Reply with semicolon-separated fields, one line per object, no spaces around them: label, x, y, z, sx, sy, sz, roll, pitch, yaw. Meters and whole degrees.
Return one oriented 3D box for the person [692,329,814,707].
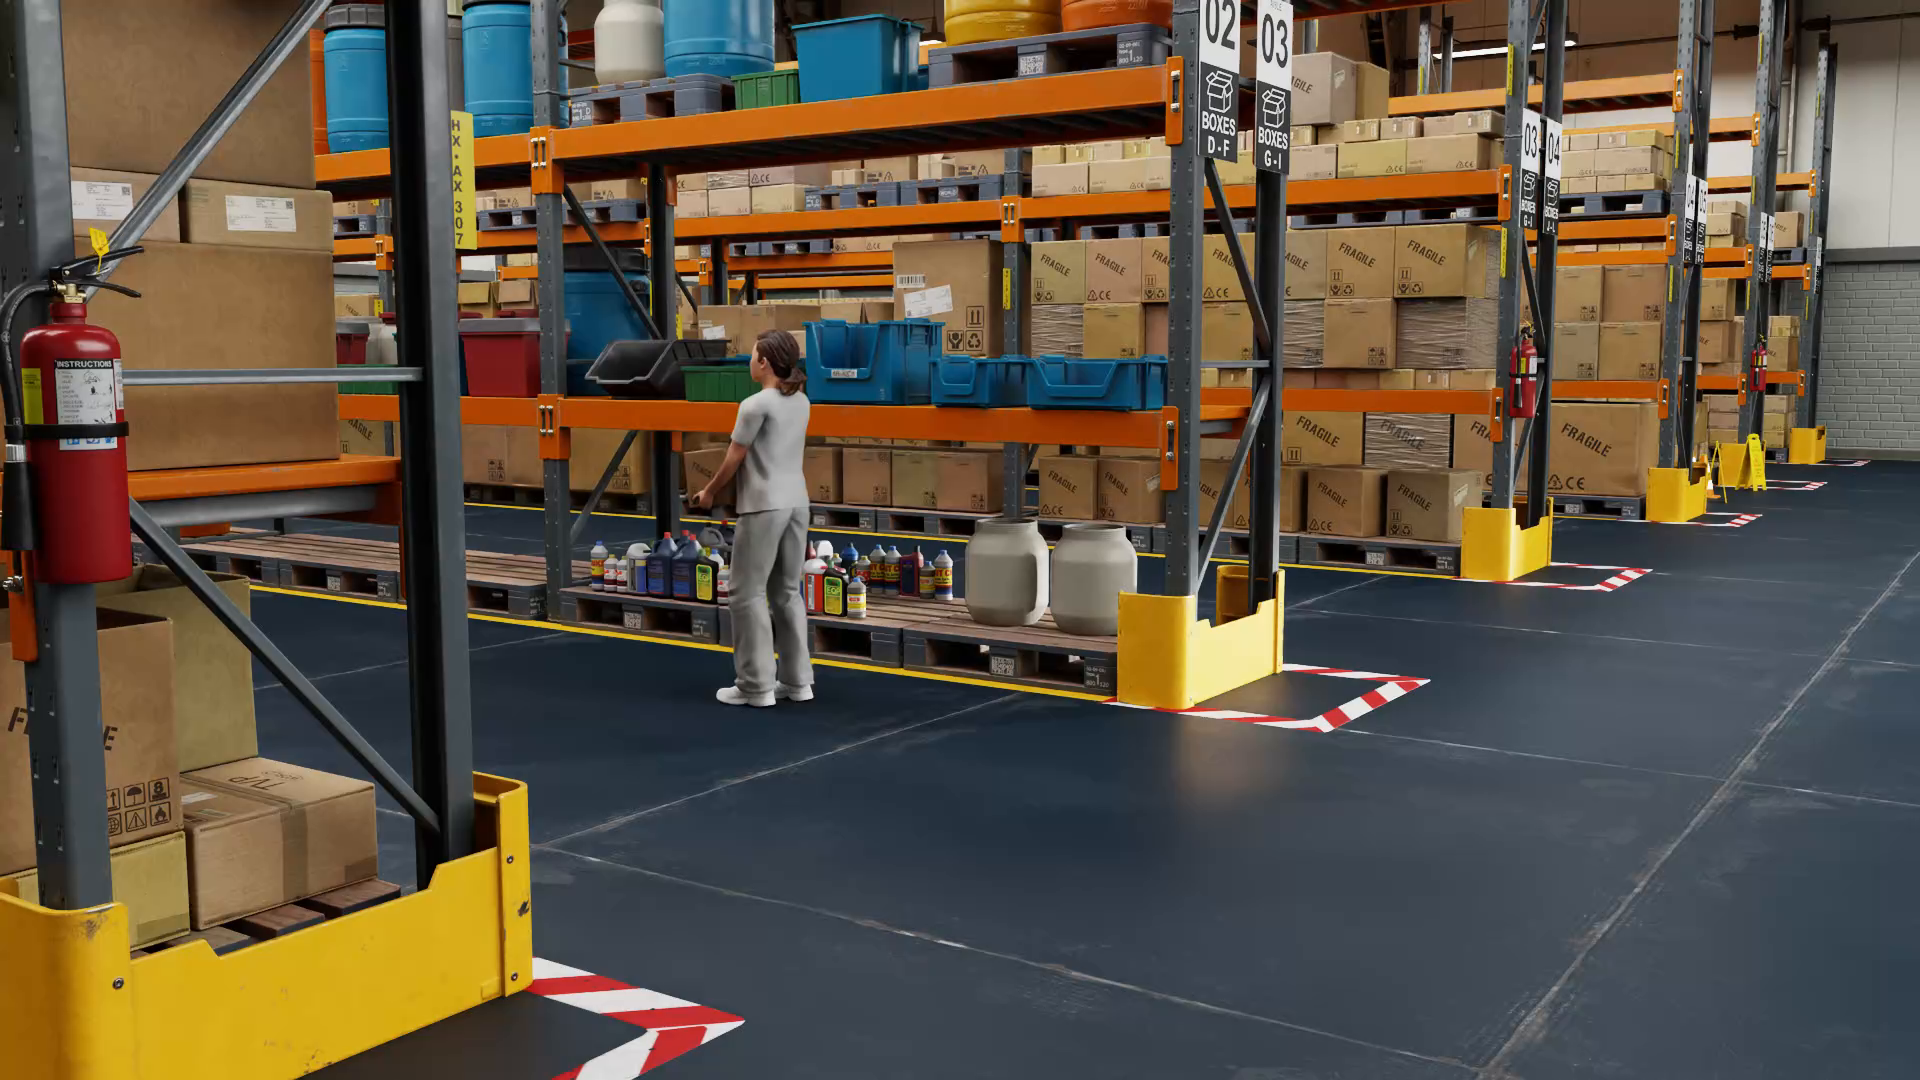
person;-0.898;-0.098;7.406;0.548;1.665;0.434;4;8;34
